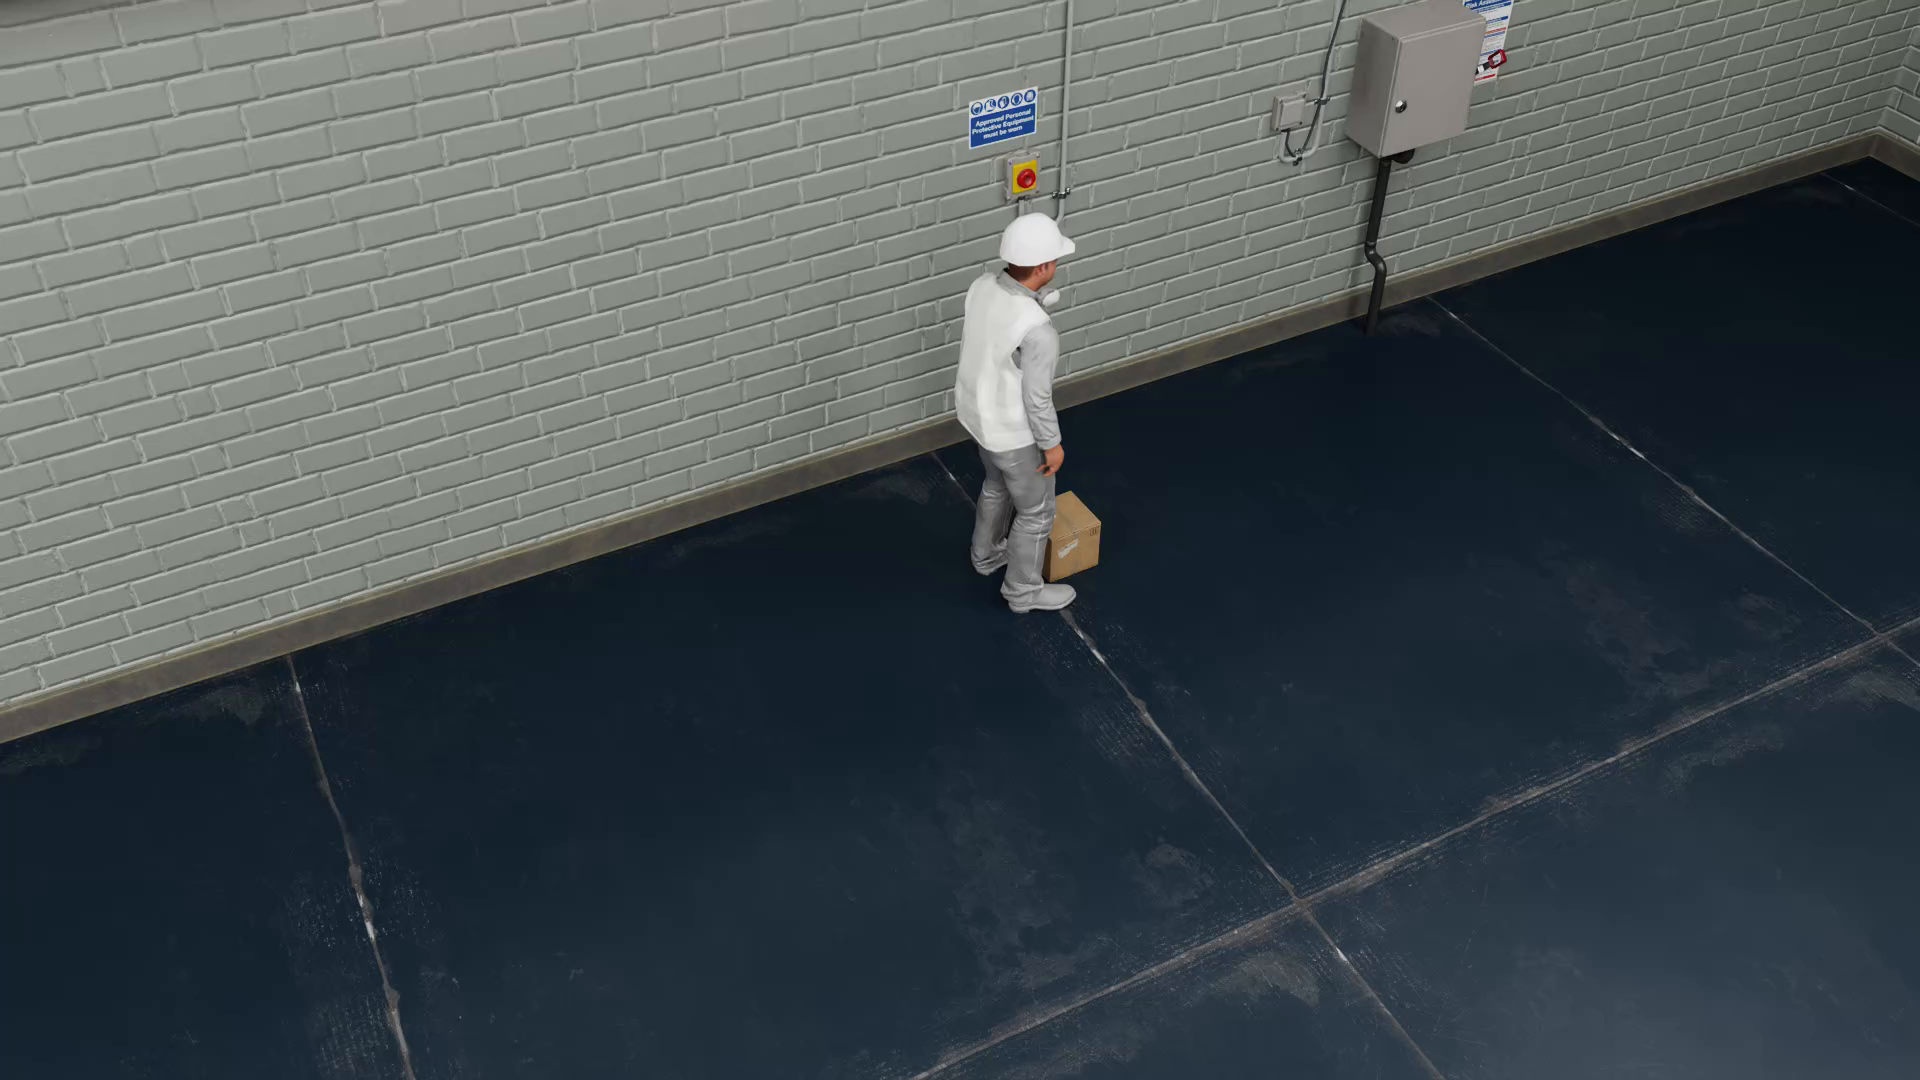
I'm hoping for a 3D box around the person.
[{"bbox_3d":[0.225,-0.501,6.714,0.464,1.771,0.581,-19,44,-21],"label":"person"}]
